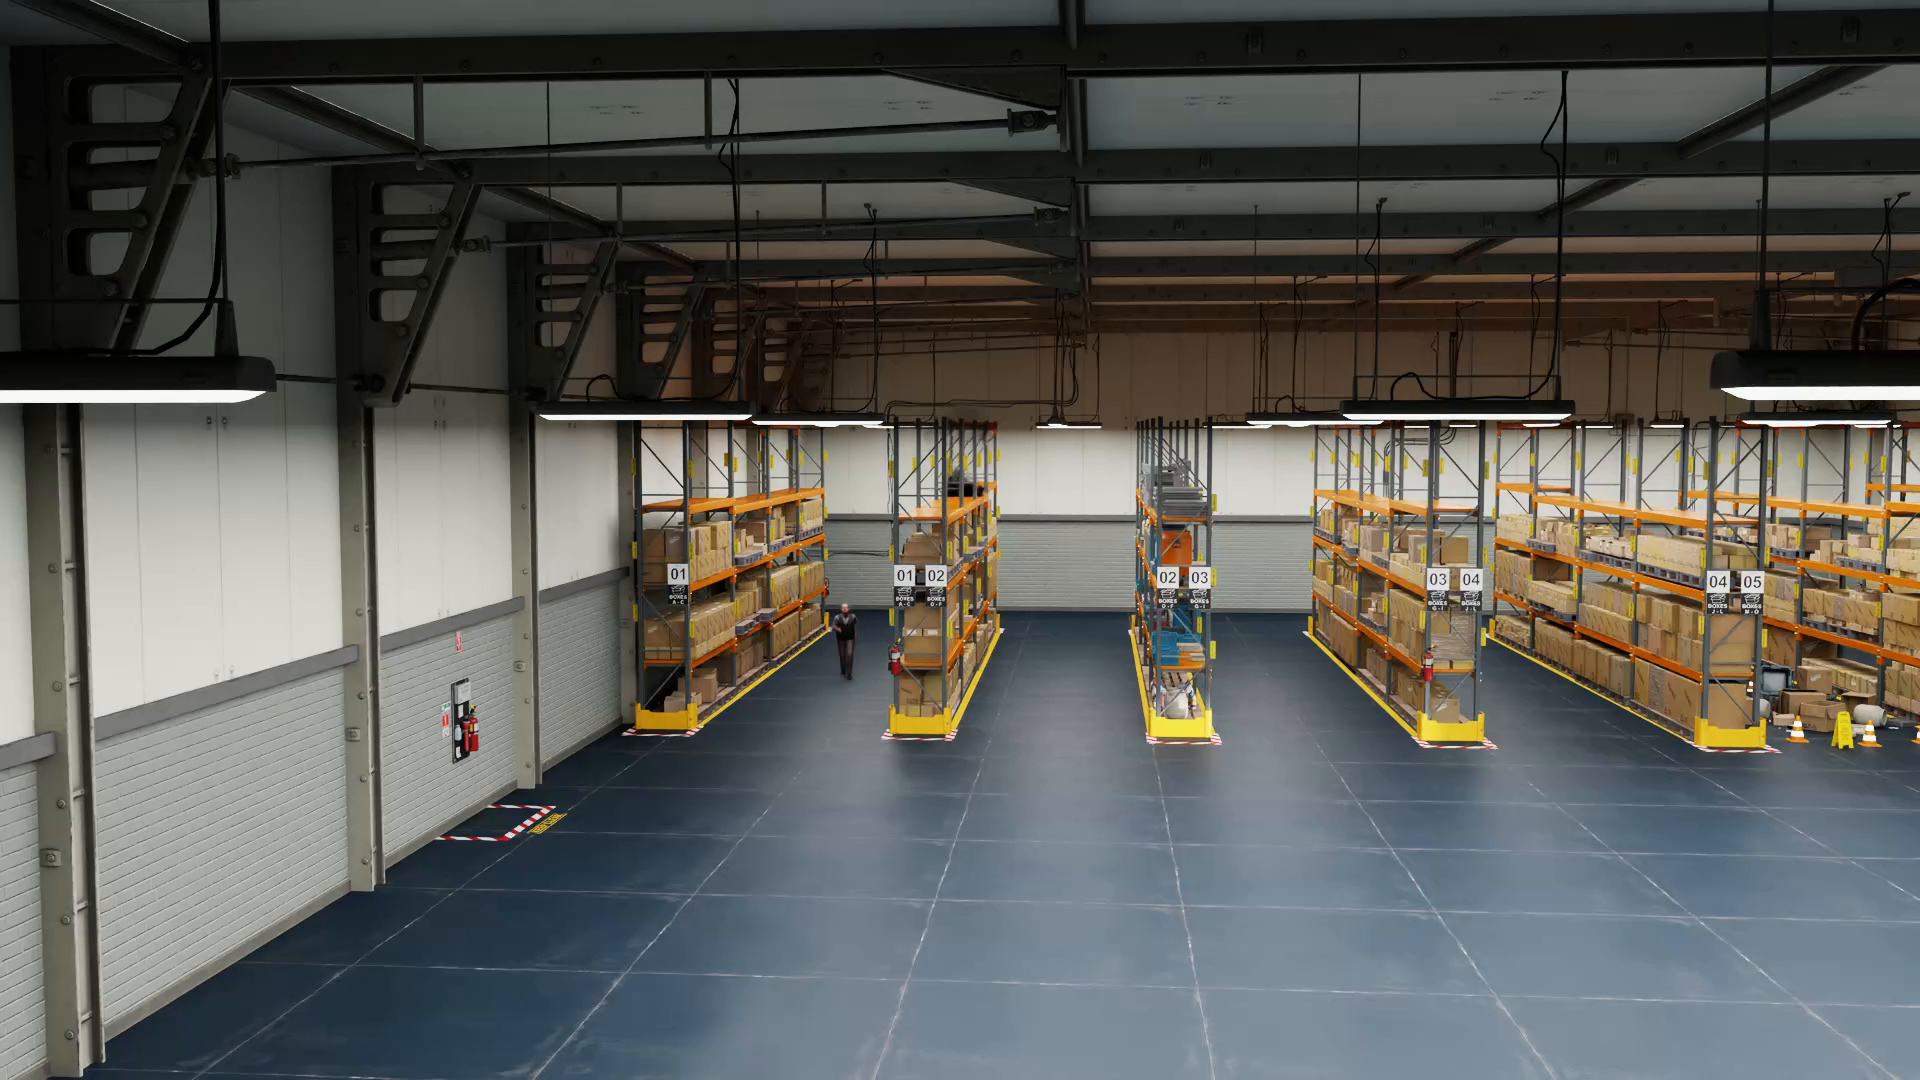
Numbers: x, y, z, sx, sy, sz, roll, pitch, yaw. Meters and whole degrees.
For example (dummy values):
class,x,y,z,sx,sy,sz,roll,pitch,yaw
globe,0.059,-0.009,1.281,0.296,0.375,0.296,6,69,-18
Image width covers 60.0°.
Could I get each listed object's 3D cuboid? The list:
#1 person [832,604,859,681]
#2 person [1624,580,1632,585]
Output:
class,x,y,z,sx,sy,sz,roll,pitch,yaw
person,-2.665,2.338,38.558,0.610,1.754,0.889,0,4,0
person,18.889,1.811,47.007,0.717,1.395,0.535,0,4,1
